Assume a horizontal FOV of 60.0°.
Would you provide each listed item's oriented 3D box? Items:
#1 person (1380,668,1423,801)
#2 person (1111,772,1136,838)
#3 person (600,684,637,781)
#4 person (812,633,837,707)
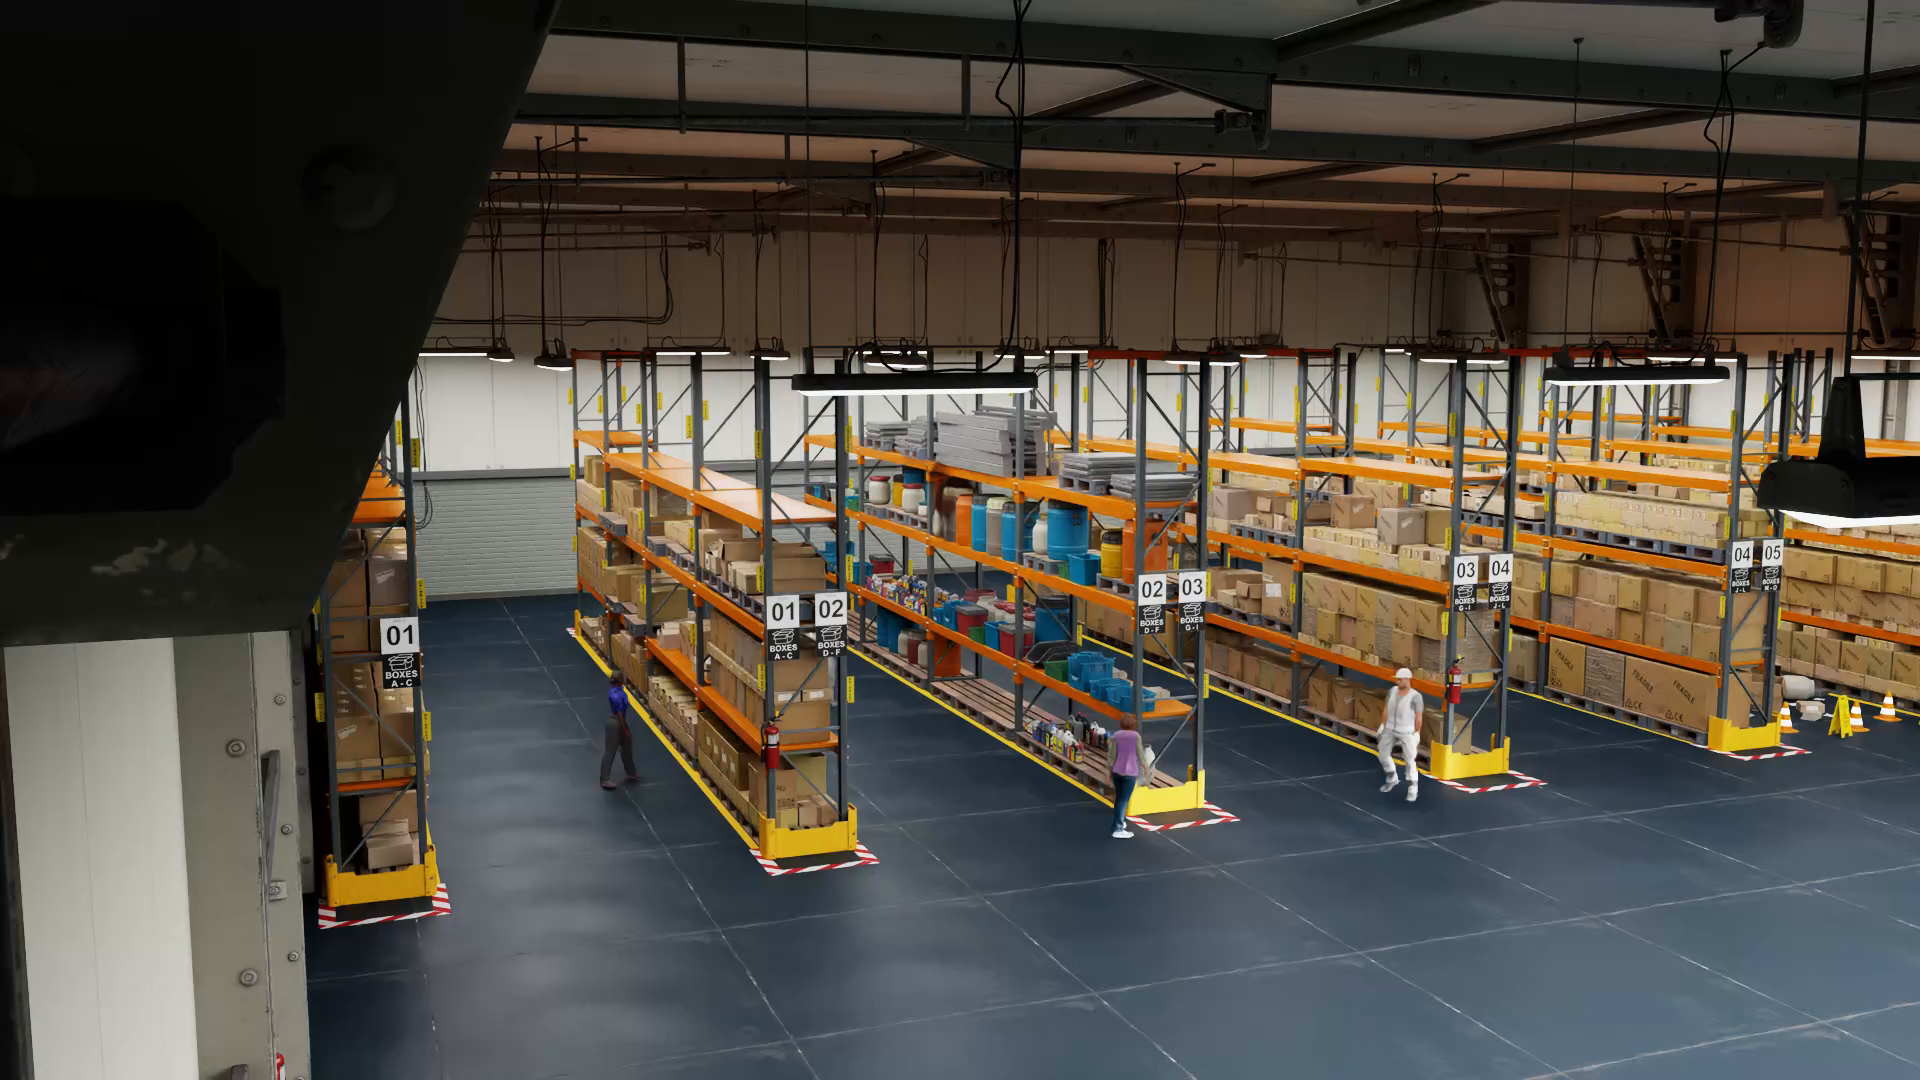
[{"bbox_3d":[6.003,2.615,22.652,0.590,1.791,0.426,6,10,42],"label":"person"},{"bbox_3d":[2.078,3.266,21.061,0.408,0.948,0.528,6,9,40],"label":"person"},{"bbox_3d":[-4.825,2.671,23.375,0.446,1.365,0.561,0,7,0],"label":"person"},{"bbox_3d":[-2.414,2.070,28.280,0.484,1.441,0.857,-3,8,-24],"label":"person"}]
